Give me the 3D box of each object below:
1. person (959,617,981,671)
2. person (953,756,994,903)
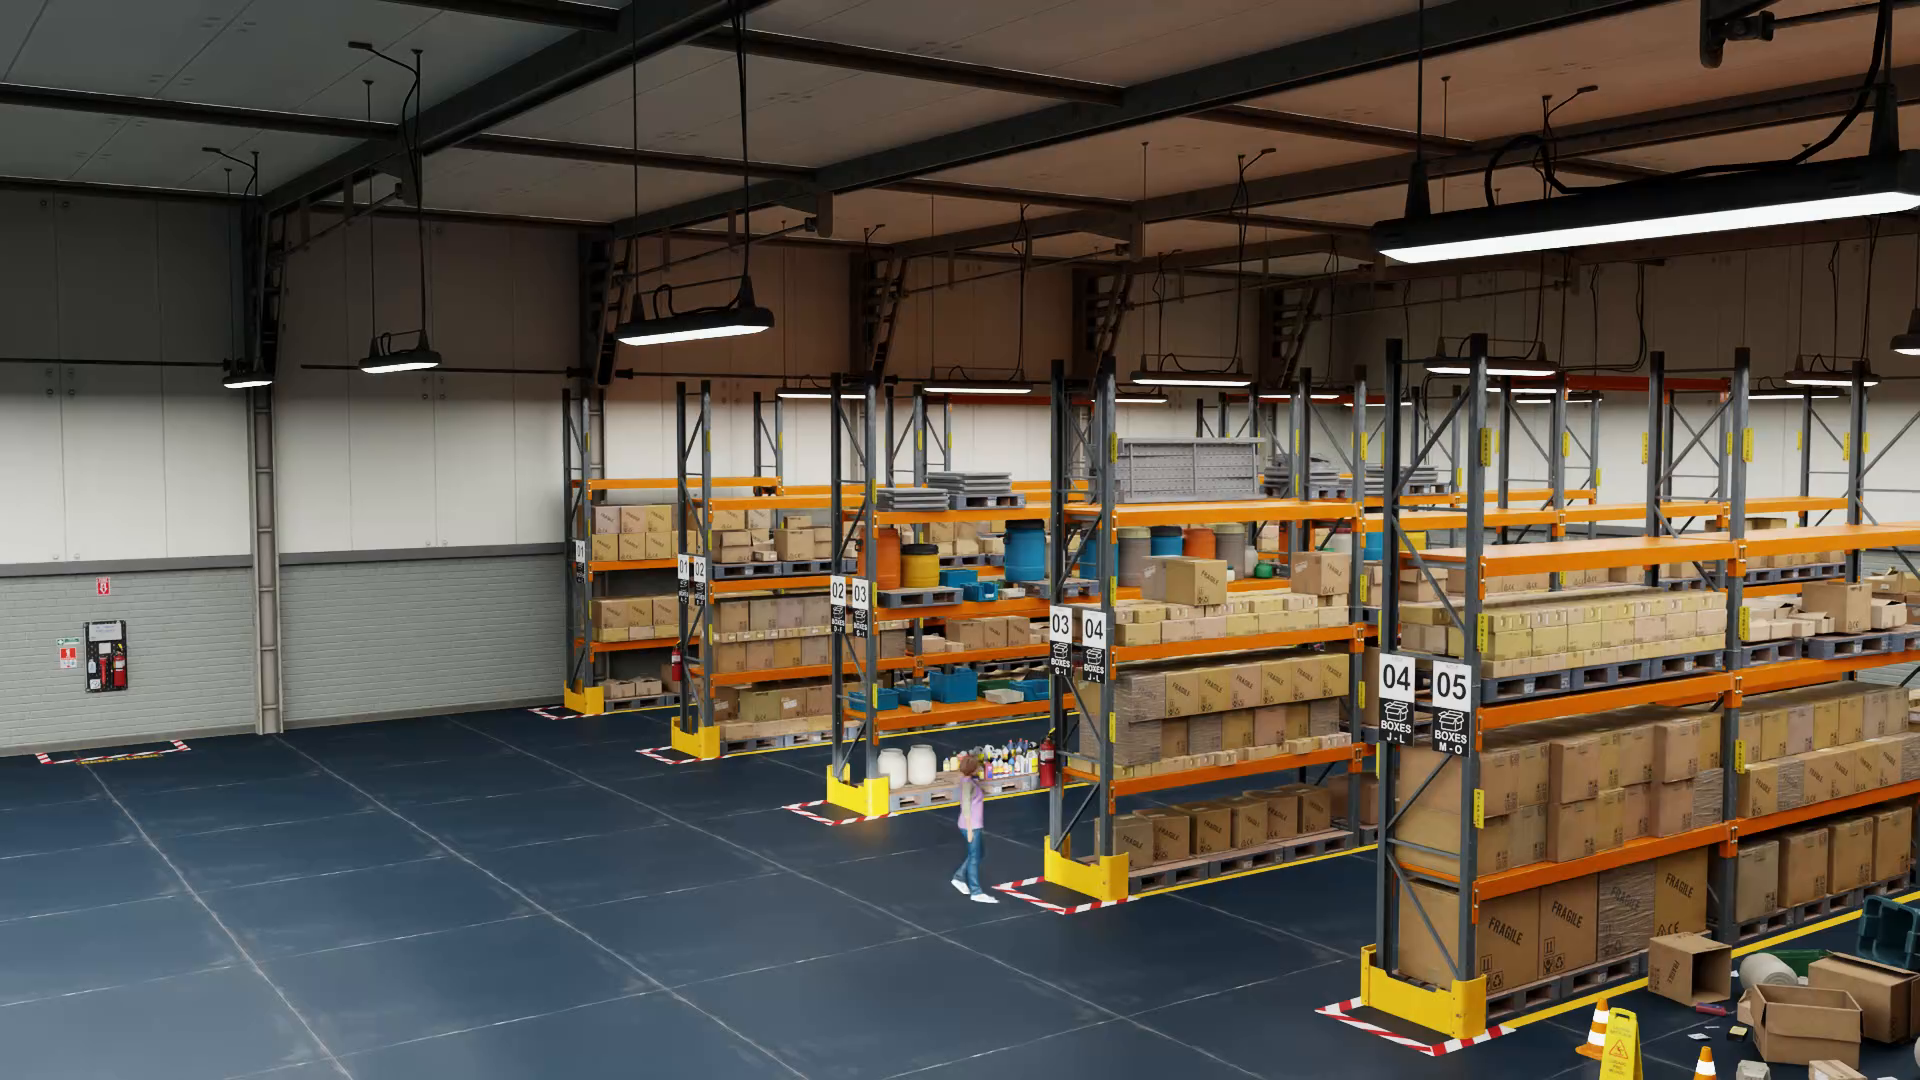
[{"bbox_3d":[0.213,2.306,32.158,0.458,1.609,0.477,-1,4,-22],"label":"person"},{"bbox_3d":[0.144,3.192,18.435,0.481,1.611,0.432,0,4,6],"label":"person"}]
